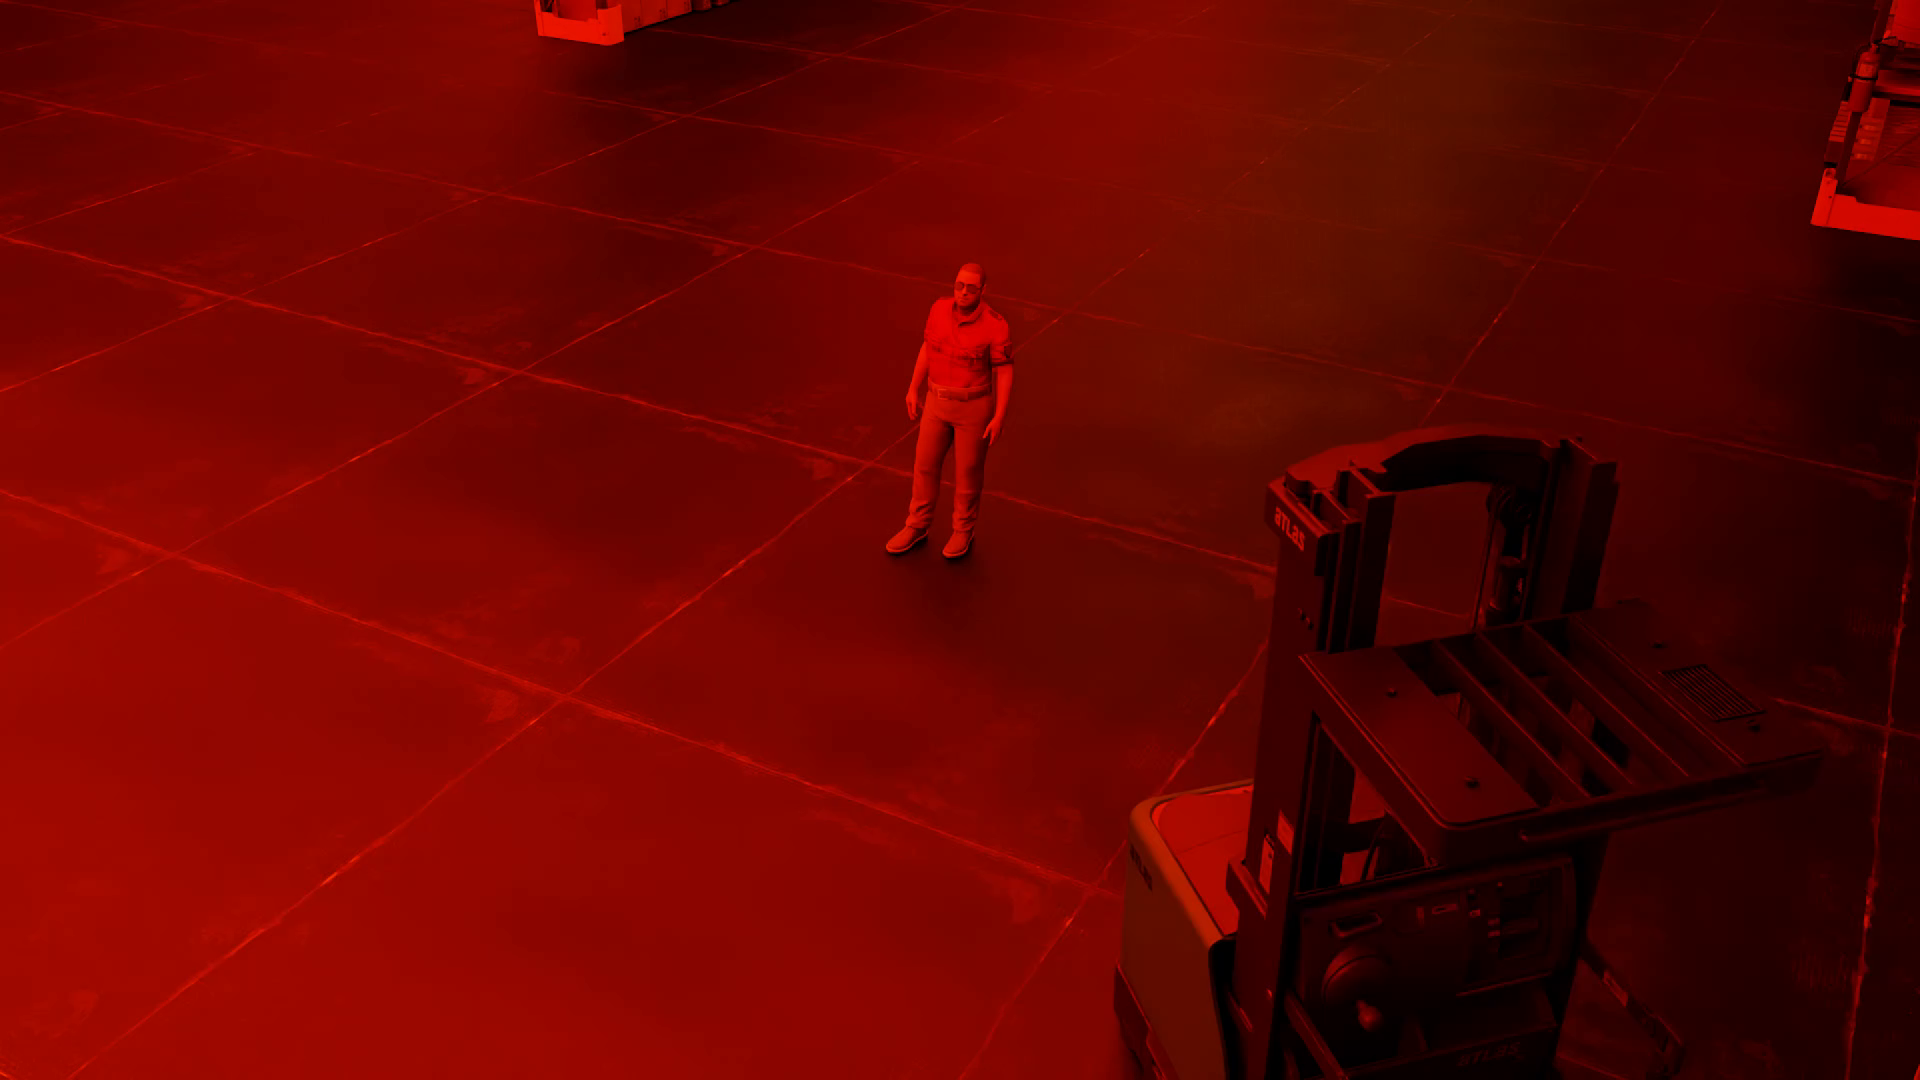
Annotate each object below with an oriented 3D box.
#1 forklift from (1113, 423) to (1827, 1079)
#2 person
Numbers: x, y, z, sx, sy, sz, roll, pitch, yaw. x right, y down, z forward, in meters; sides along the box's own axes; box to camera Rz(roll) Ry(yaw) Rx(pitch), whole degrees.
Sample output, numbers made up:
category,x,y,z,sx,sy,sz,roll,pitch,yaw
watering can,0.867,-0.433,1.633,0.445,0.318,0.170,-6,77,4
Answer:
category,x,y,z,sx,sy,sz,roll,pitch,yaw
forklift,1.517,1.269,4.873,1.130,2.935,3.031,-8,31,-14
person,-0.054,-0.719,9.504,0.640,1.727,0.551,15,33,25
